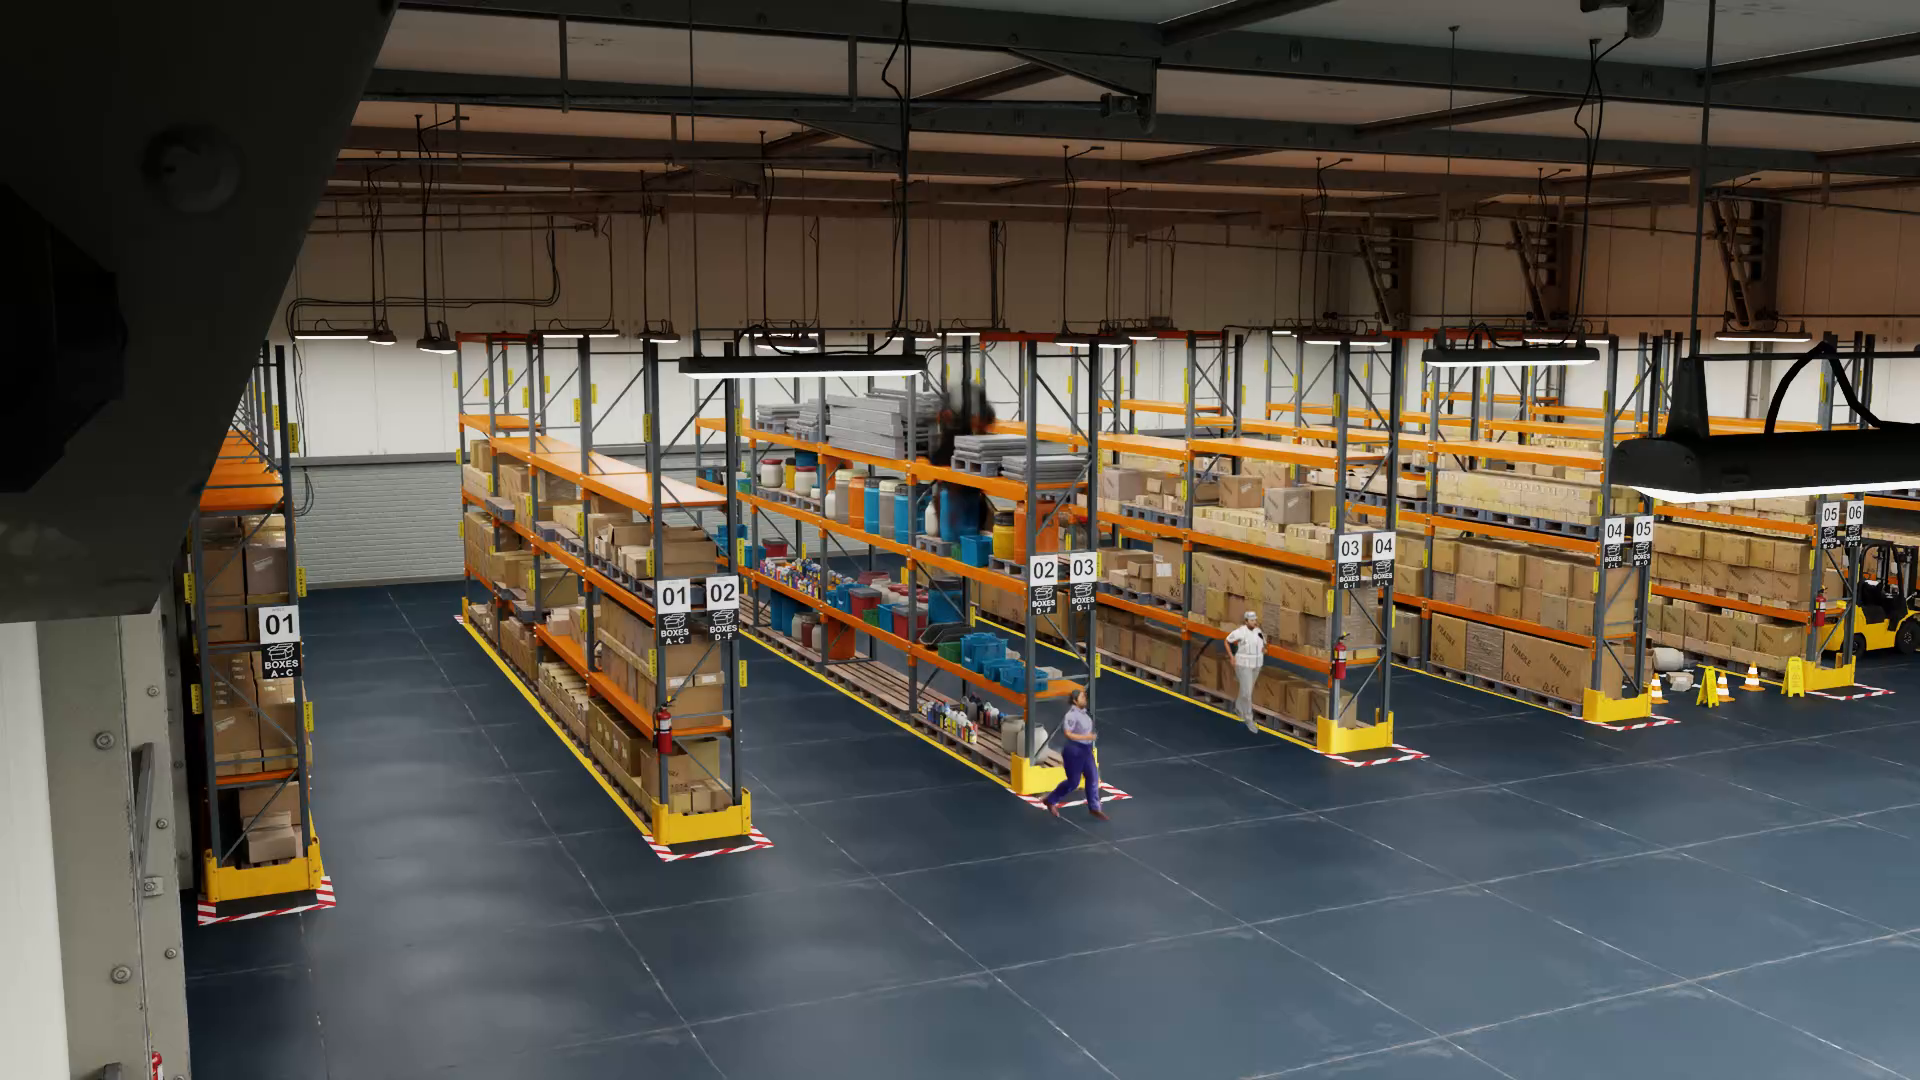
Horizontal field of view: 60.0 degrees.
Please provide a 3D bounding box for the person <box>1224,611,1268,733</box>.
[{"bbox_3d":[4.267,1.917,24.591,0.580,1.760,0.718,-5,9,-32],"label":"person"}]

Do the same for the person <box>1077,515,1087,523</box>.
[{"bbox_3d":[2.938,-0.085,41.781,0.659,1.670,0.783,-2,8,-13],"label":"person"}]

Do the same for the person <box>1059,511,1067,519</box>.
[{"bbox_3d":[2.428,0.074,40.244,0.599,1.688,0.756,1,8,7],"label":"person"}]

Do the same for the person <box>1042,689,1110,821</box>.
[{"bbox_3d":[1.482,2.699,20.923,0.848,1.658,0.618,3,8,24],"label":"person"}]
